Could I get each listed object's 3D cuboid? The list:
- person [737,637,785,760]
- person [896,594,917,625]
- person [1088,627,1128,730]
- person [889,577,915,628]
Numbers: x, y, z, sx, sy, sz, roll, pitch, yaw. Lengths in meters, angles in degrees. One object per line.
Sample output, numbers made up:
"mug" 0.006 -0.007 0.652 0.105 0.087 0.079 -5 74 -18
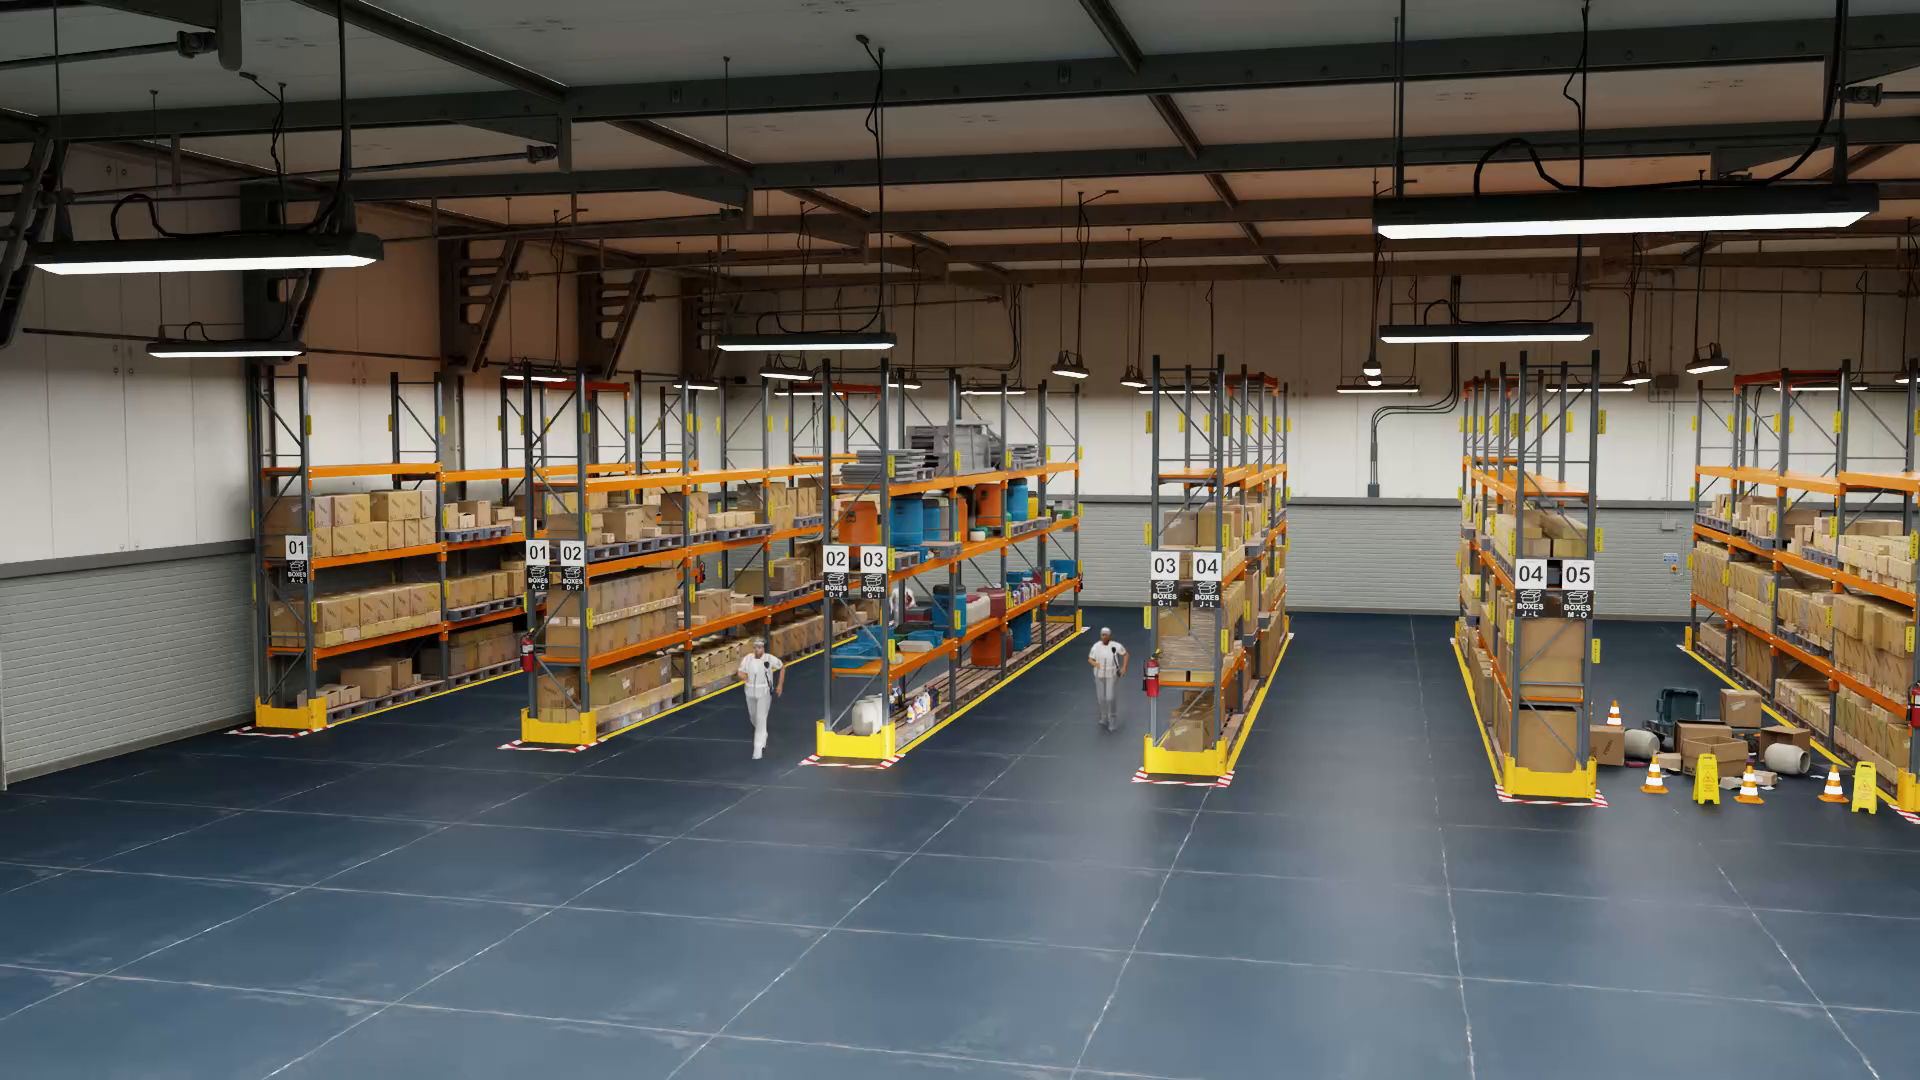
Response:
"person" -3.071 2.367 25.375 0.684 1.792 0.971 1 4 15
"person" -1.042 1.878 34.080 0.566 1.555 0.643 2 4 23
"person" 2.431 2.306 27.466 0.617 1.723 0.717 1 4 17
"person" -1.294 1.619 36.972 0.599 1.657 0.562 0 4 -3
